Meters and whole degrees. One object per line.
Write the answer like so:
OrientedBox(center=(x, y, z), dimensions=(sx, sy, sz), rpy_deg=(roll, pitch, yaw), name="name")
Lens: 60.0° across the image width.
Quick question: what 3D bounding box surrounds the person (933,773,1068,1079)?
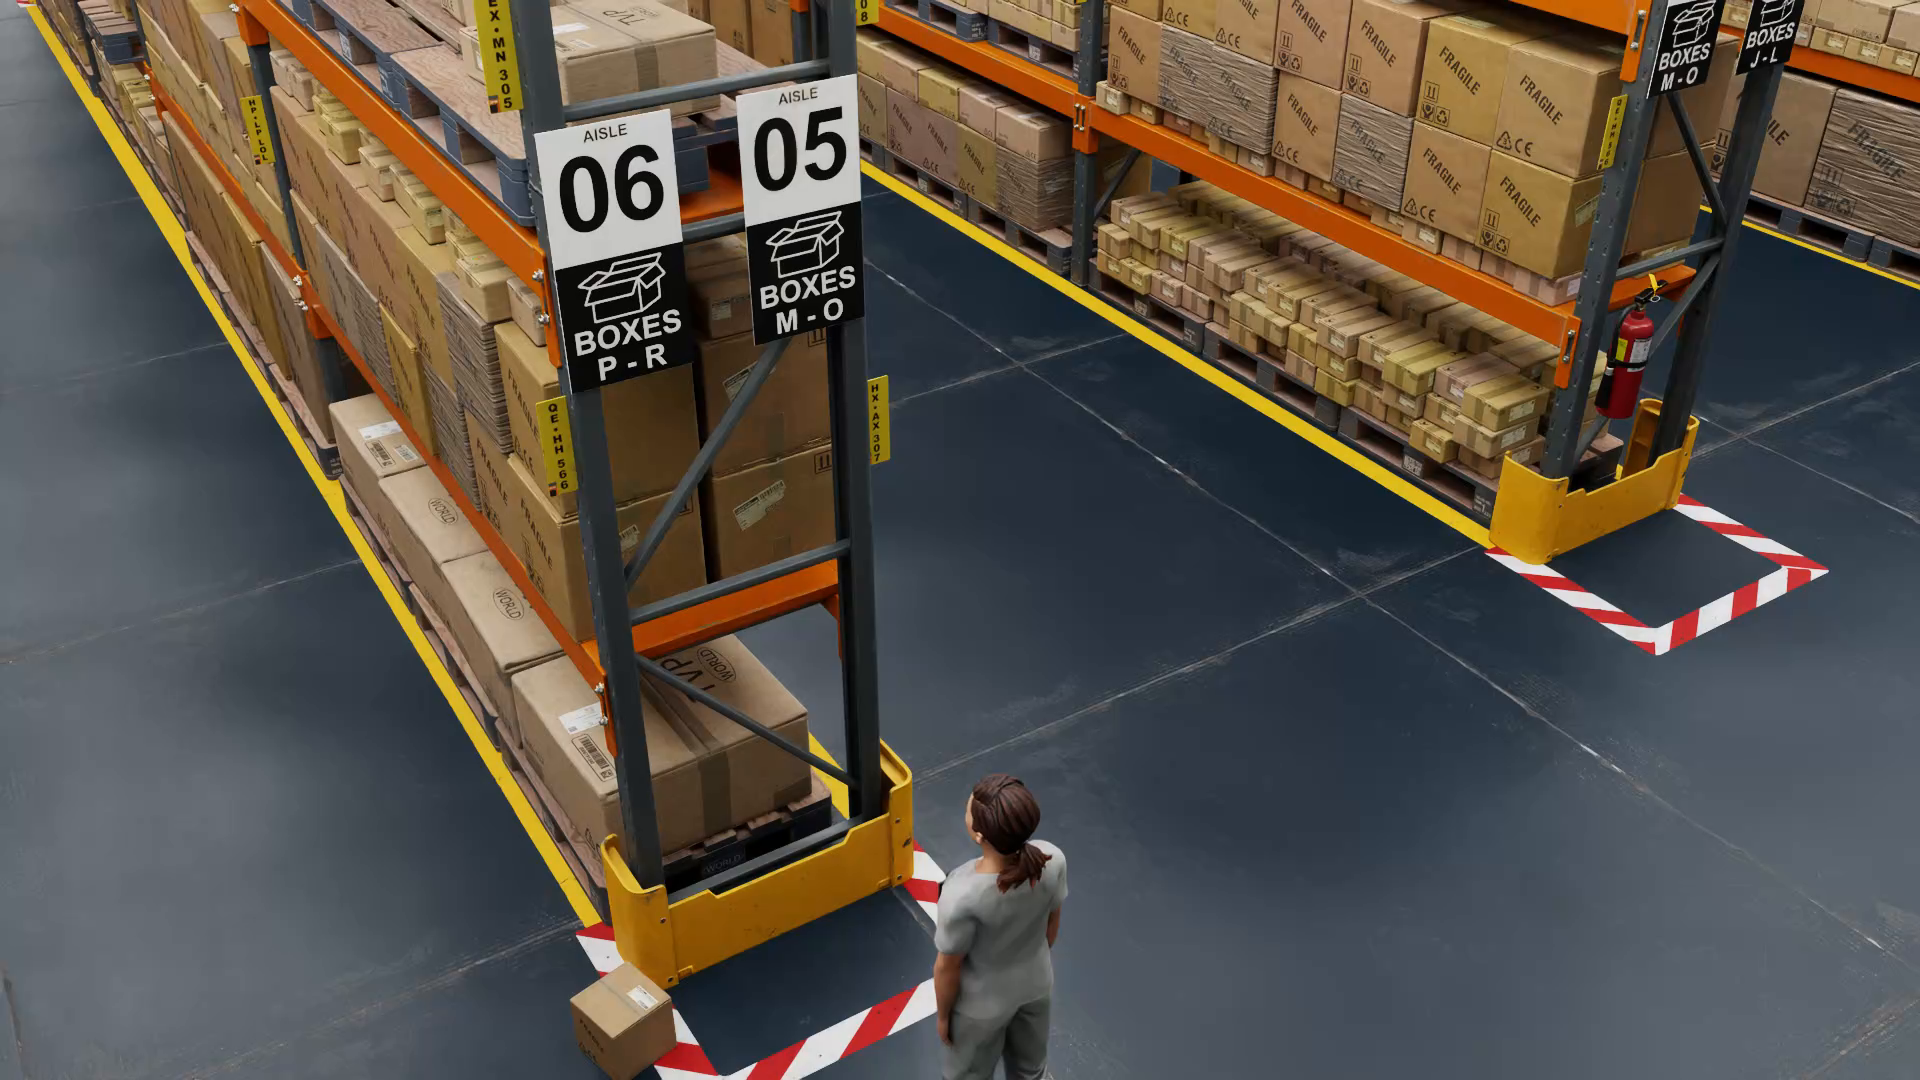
OrientedBox(center=(0.103, 1.356, 5.017), dimensions=(0.453, 1.676, 0.390), rpy_deg=(-19, 37, -27), name="person")
